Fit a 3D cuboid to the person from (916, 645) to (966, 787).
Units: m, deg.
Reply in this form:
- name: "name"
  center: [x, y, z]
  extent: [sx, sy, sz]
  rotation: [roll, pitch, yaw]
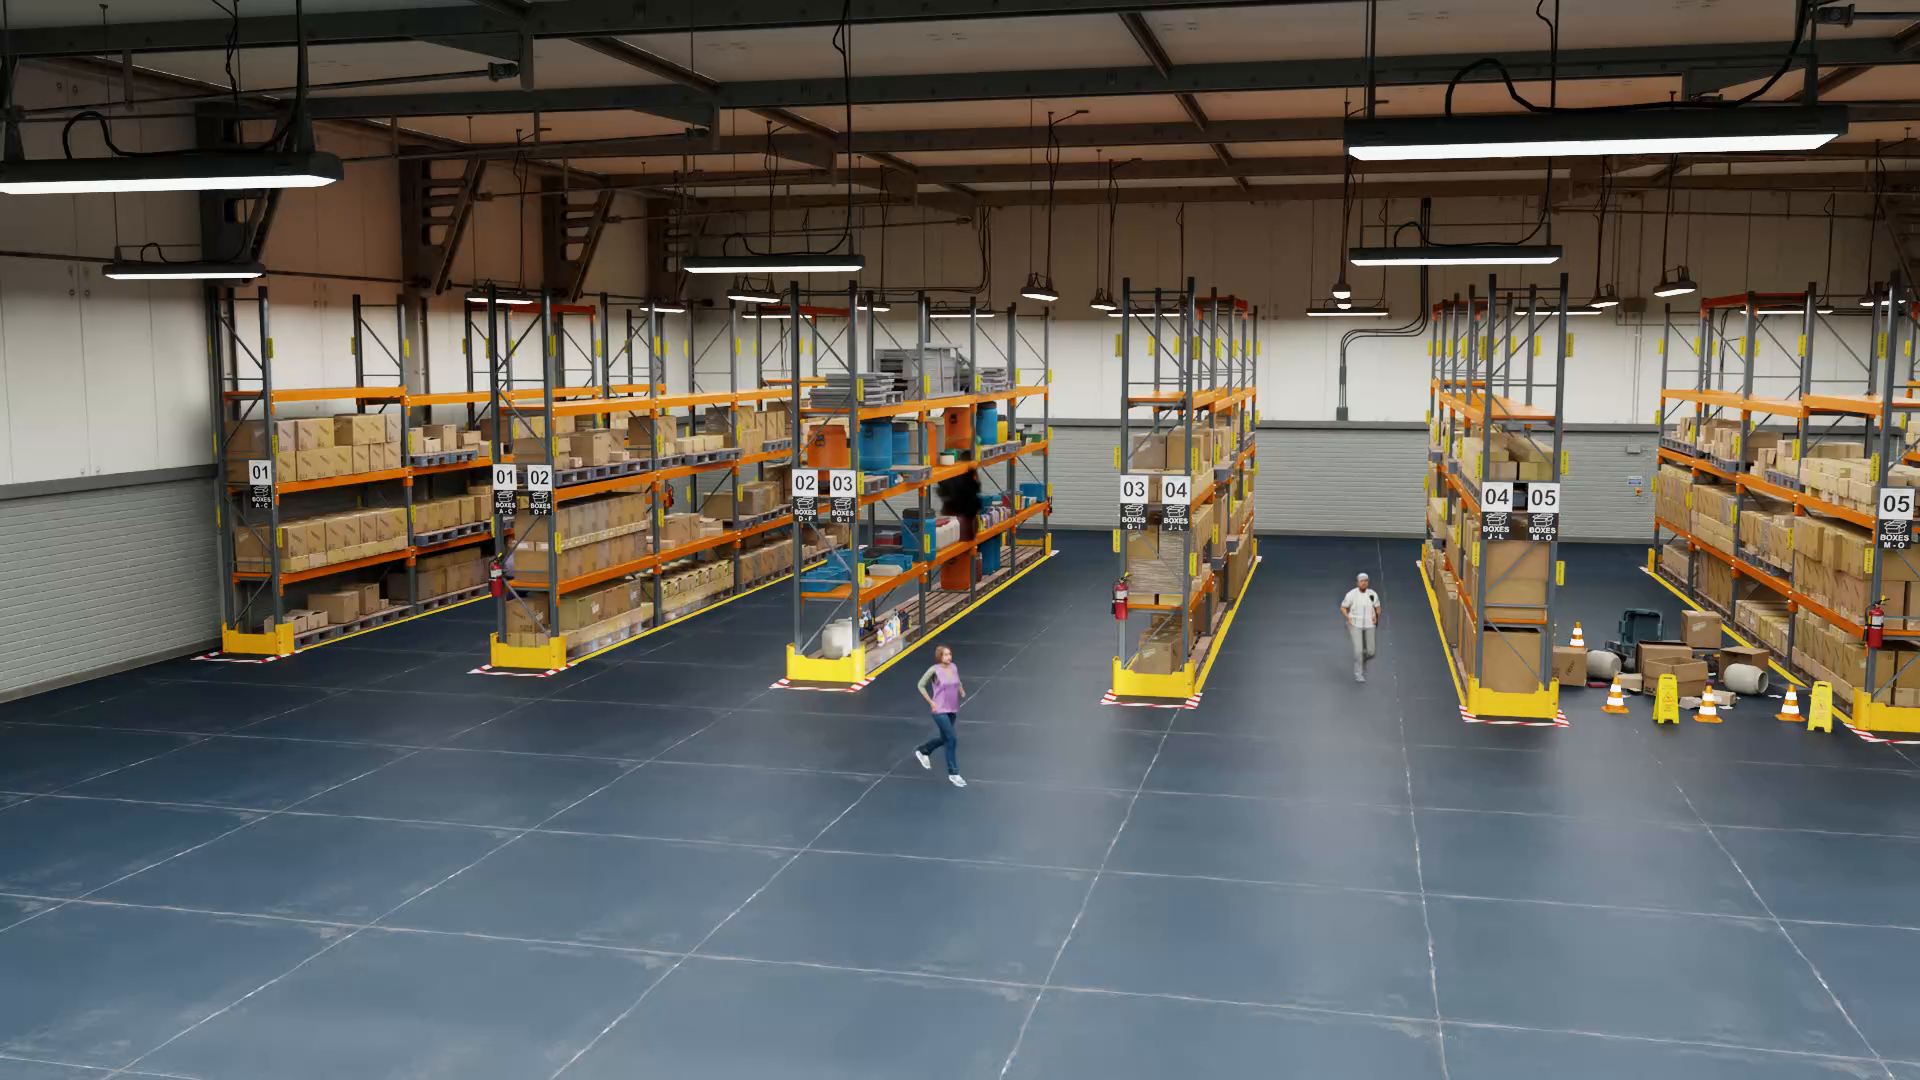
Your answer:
- name: "person"
  center: [-0.205, 2.000, 19.316]
  extent: [0.526, 1.606, 0.815]
  rotation: [-6, 9, -44]

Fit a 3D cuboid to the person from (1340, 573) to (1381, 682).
- name: "person"
  center: [6.080, 1.306, 25.231]
  extent: [0.609, 1.618, 0.629]
  rotation: [0, 7, 2]

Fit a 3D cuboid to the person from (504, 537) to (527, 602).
- name: "person"
  center: [-7.907, 0.807, 29.694]
  extent: [0.574, 1.707, 0.754]
  rotation: [1, 7, 10]
